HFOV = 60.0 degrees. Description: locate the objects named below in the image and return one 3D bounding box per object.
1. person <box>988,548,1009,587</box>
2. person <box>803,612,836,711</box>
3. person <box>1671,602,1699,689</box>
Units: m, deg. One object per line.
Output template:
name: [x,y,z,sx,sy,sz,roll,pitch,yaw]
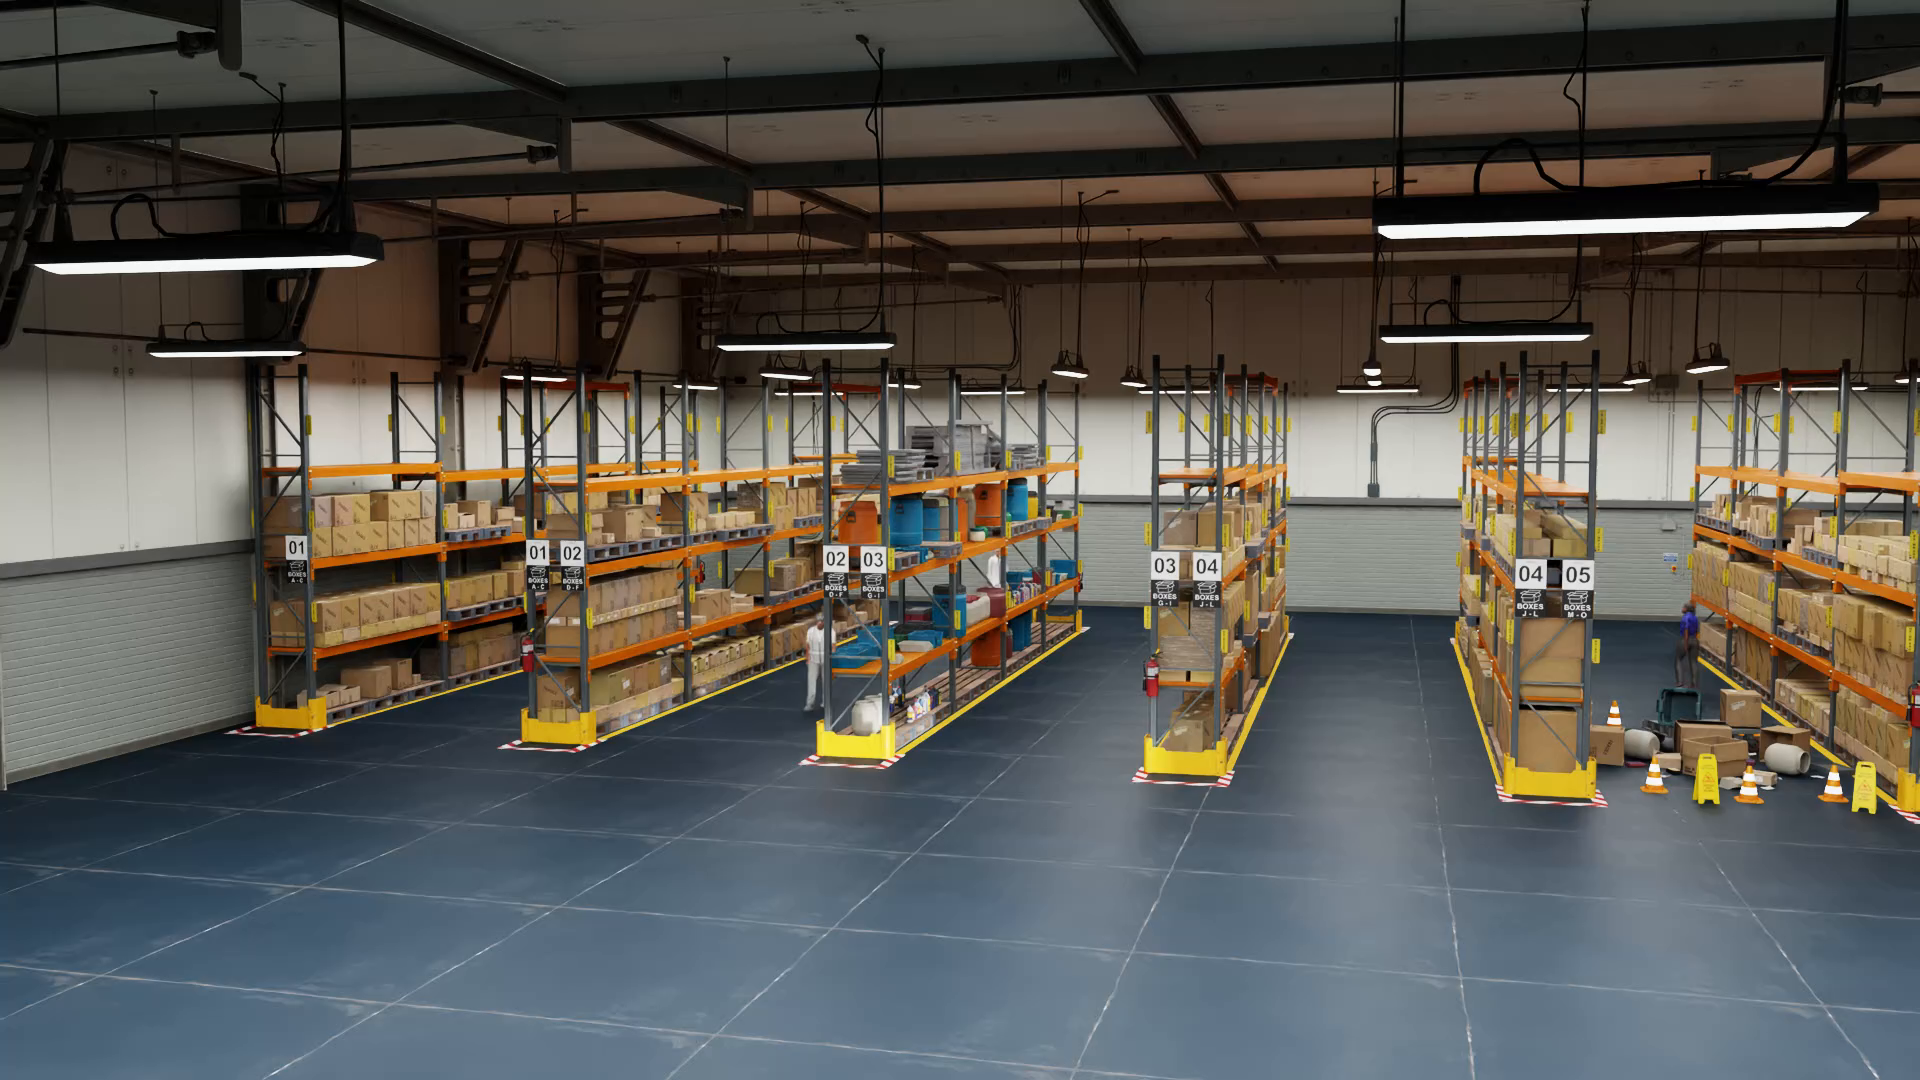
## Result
person: [1.019,1.054,44.464,0.570,1.735,0.870,-3,5,-37]
person: [-2.452,2.115,29.112,0.576,1.709,0.964,0,4,-3]
person: [13.841,2.026,31.555,0.453,1.696,0.550,-1,4,-8]
